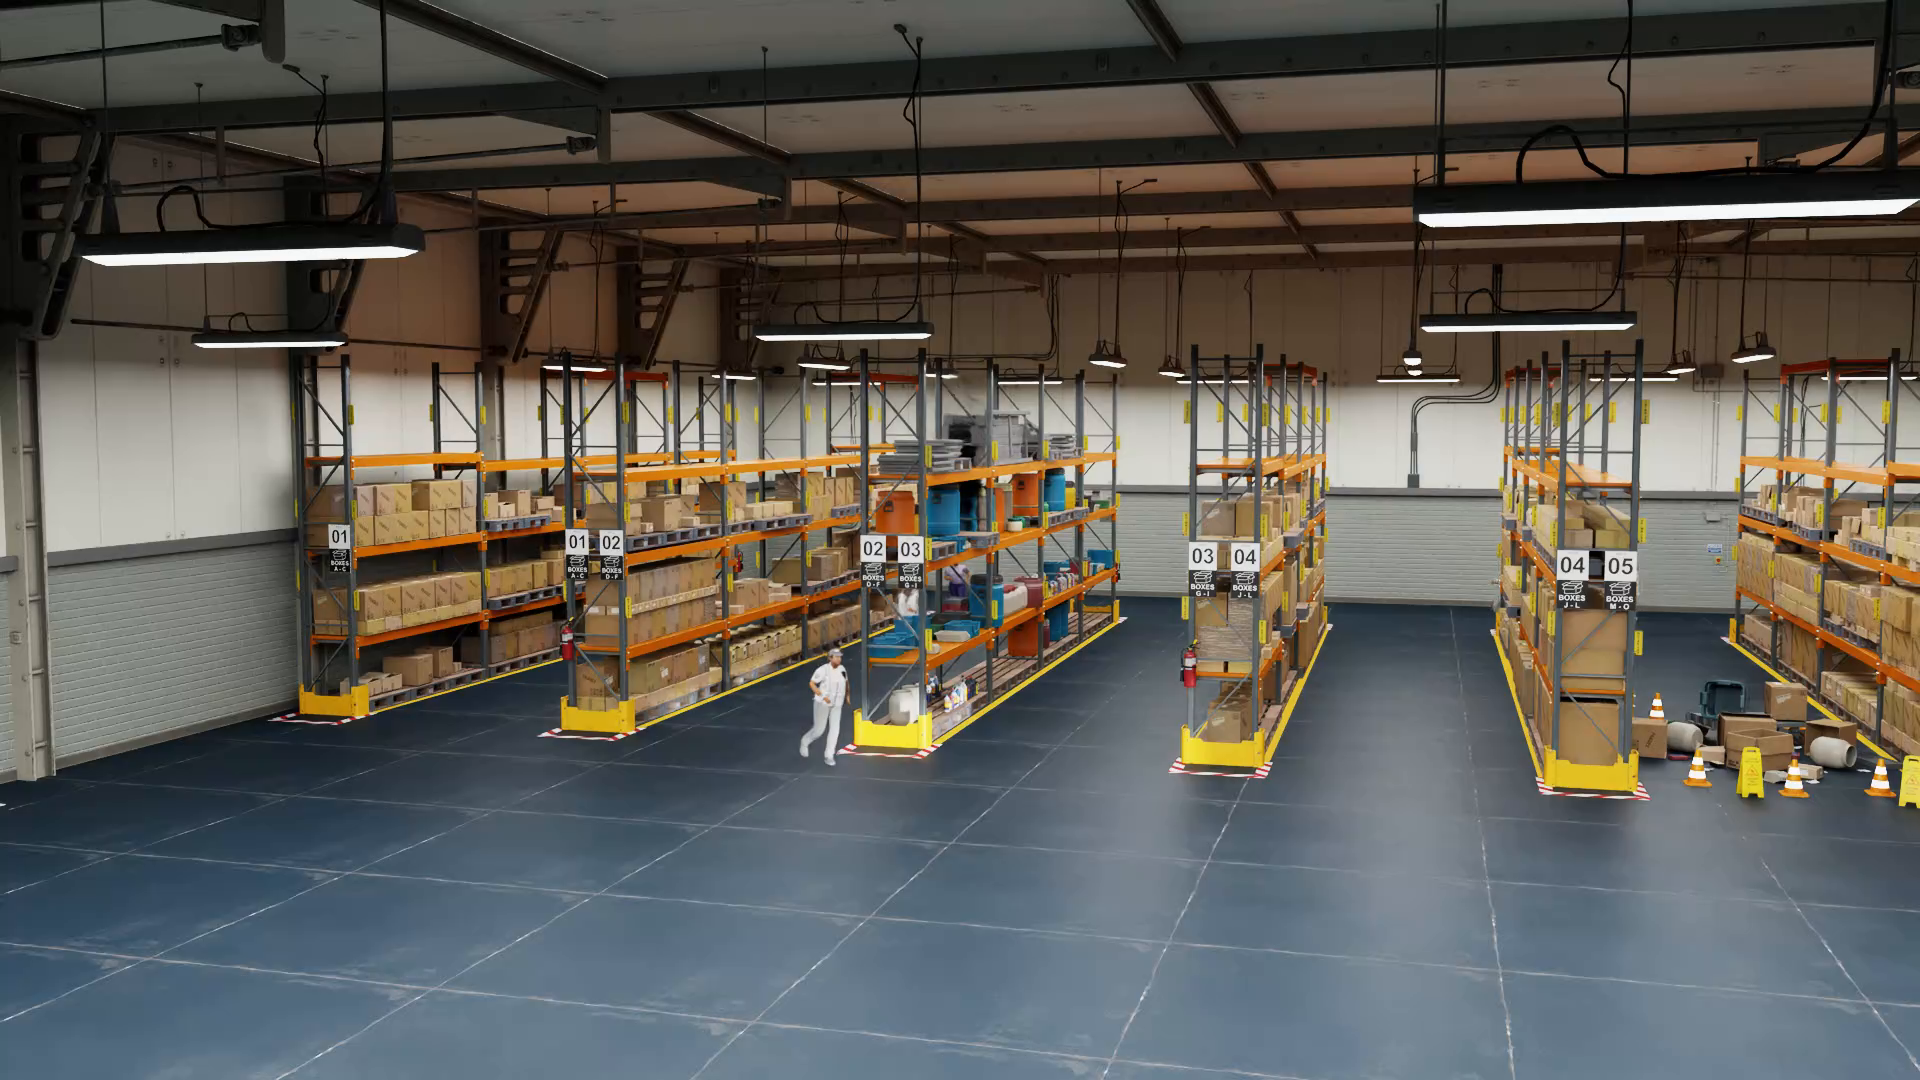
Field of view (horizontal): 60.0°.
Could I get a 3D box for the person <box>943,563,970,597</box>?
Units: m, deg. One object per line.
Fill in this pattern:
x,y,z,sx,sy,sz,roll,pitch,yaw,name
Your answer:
-0.086,1.207,39.891,0.617,1.716,0.678,1,4,9,person

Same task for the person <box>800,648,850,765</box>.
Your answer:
-1.877,2.380,24.075,0.697,1.632,0.798,-3,5,-33,person

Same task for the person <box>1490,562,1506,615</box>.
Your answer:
12.771,1.271,38.774,0.795,1.704,0.594,1,4,14,person

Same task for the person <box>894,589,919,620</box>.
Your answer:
-1.039,1.629,33.233,0.640,1.750,0.915,1,4,13,person
